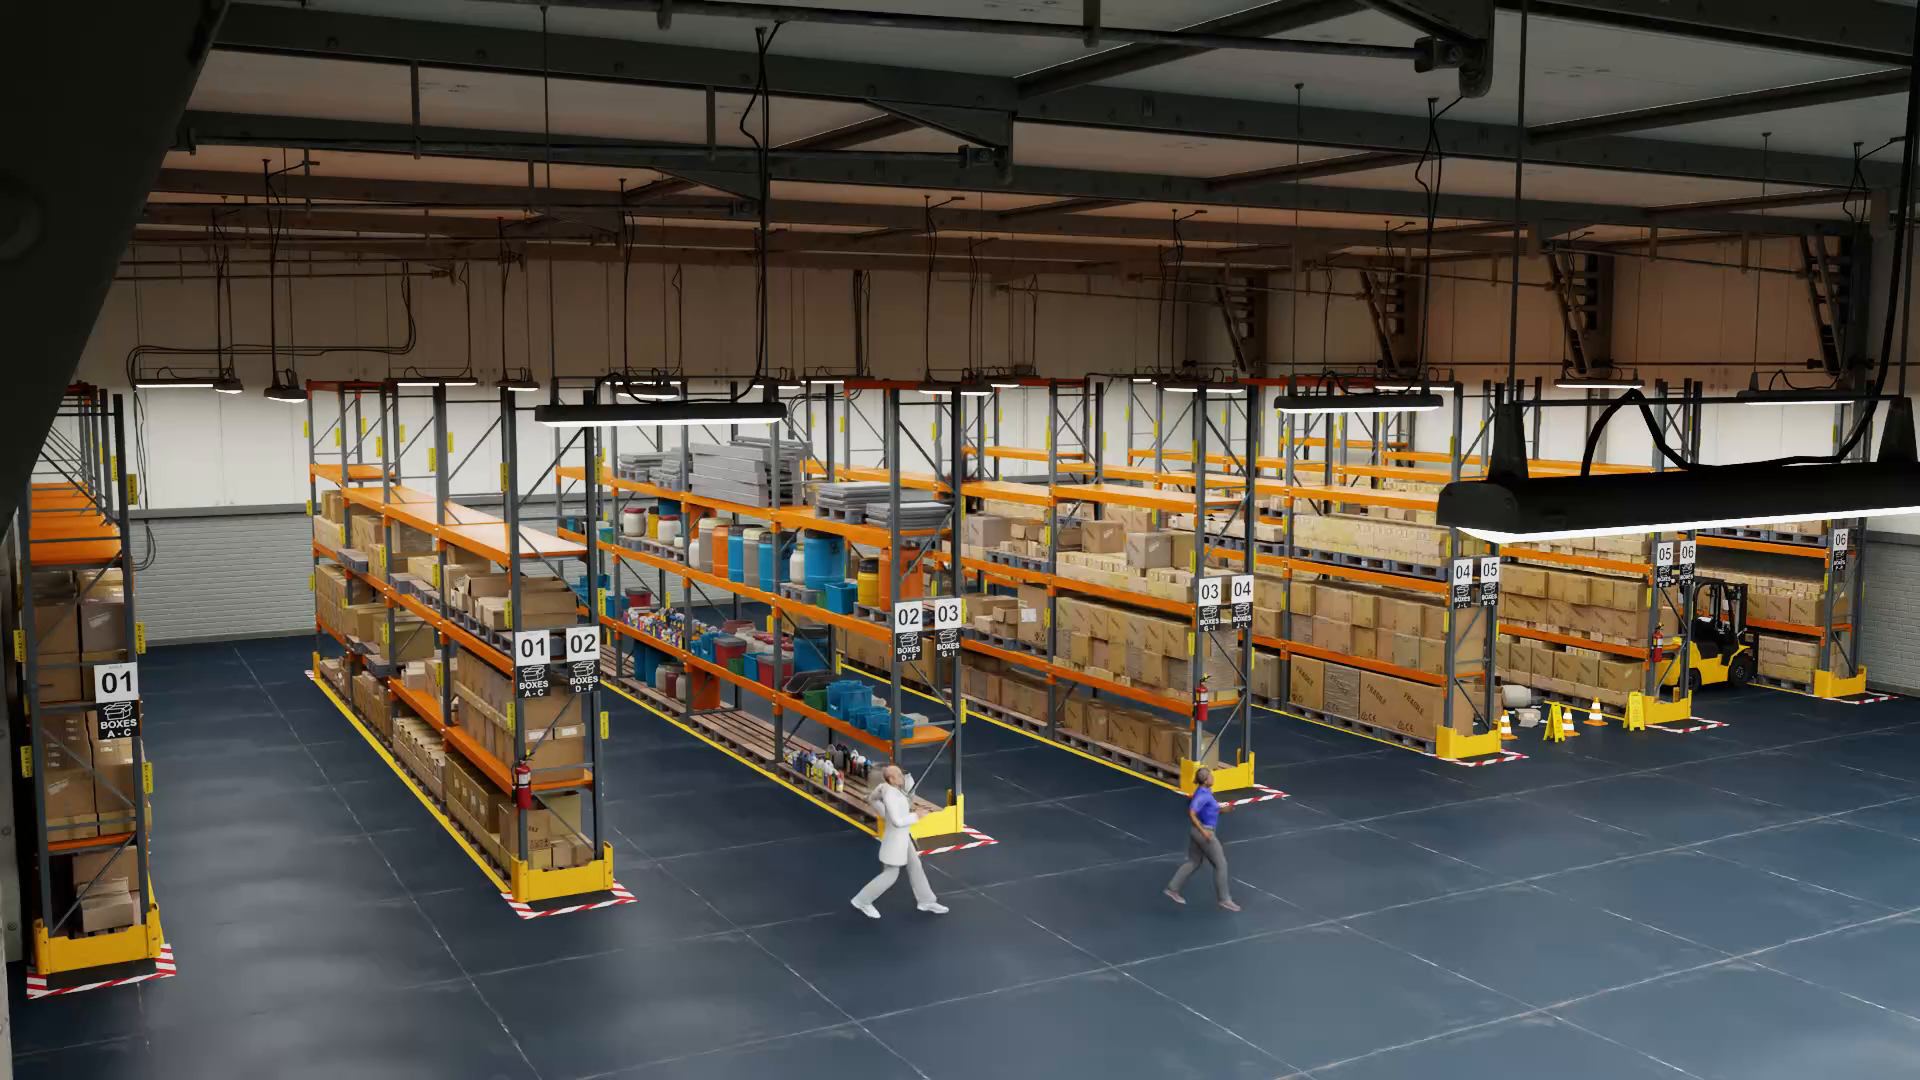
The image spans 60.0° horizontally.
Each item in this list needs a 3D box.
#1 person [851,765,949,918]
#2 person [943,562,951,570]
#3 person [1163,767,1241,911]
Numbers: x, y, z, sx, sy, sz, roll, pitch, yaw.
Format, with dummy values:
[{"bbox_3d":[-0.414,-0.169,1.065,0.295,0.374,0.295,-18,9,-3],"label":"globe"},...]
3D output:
[{"bbox_3d":[-0.686,3.419,18.922,1.116,1.758,0.731,0,6,-2],"label":"person"},{"bbox_3d":[-0.355,1.049,41.895,0.868,1.629,0.671,-2,6,-21],"label":"person"},{"bbox_3d":[2.806,3.454,19.199,0.885,1.682,0.562,-1,6,-7],"label":"person"}]
